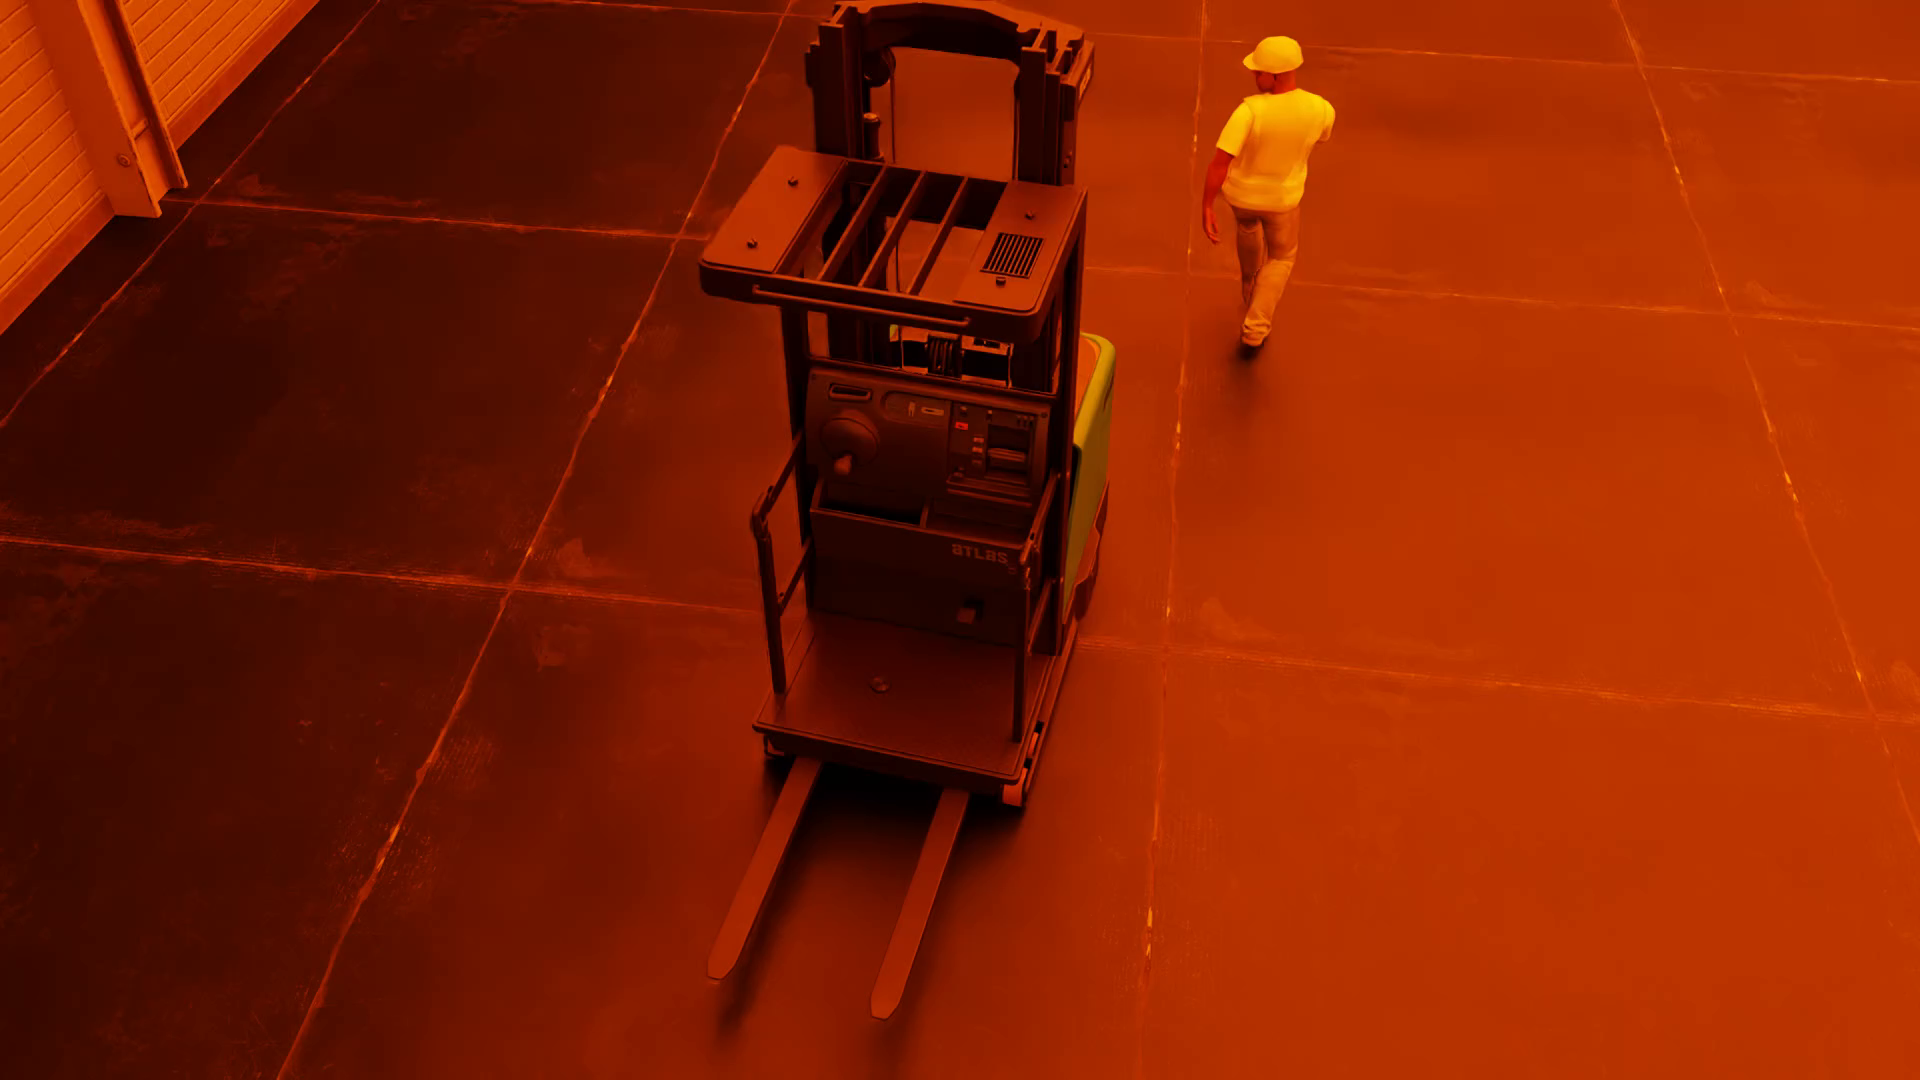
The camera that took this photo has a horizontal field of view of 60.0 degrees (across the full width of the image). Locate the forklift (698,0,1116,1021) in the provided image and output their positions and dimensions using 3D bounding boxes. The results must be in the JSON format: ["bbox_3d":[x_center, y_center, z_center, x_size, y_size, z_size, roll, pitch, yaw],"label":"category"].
[{"bbox_3d":[-0.181,-0.301,6.052,1.130,2.935,3.031,10,44,11],"label":"forklift"}]

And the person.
[{"bbox_3d":[1.592,-1.839,8.672,0.595,1.679,0.937,8,43,9],"label":"person"}]
